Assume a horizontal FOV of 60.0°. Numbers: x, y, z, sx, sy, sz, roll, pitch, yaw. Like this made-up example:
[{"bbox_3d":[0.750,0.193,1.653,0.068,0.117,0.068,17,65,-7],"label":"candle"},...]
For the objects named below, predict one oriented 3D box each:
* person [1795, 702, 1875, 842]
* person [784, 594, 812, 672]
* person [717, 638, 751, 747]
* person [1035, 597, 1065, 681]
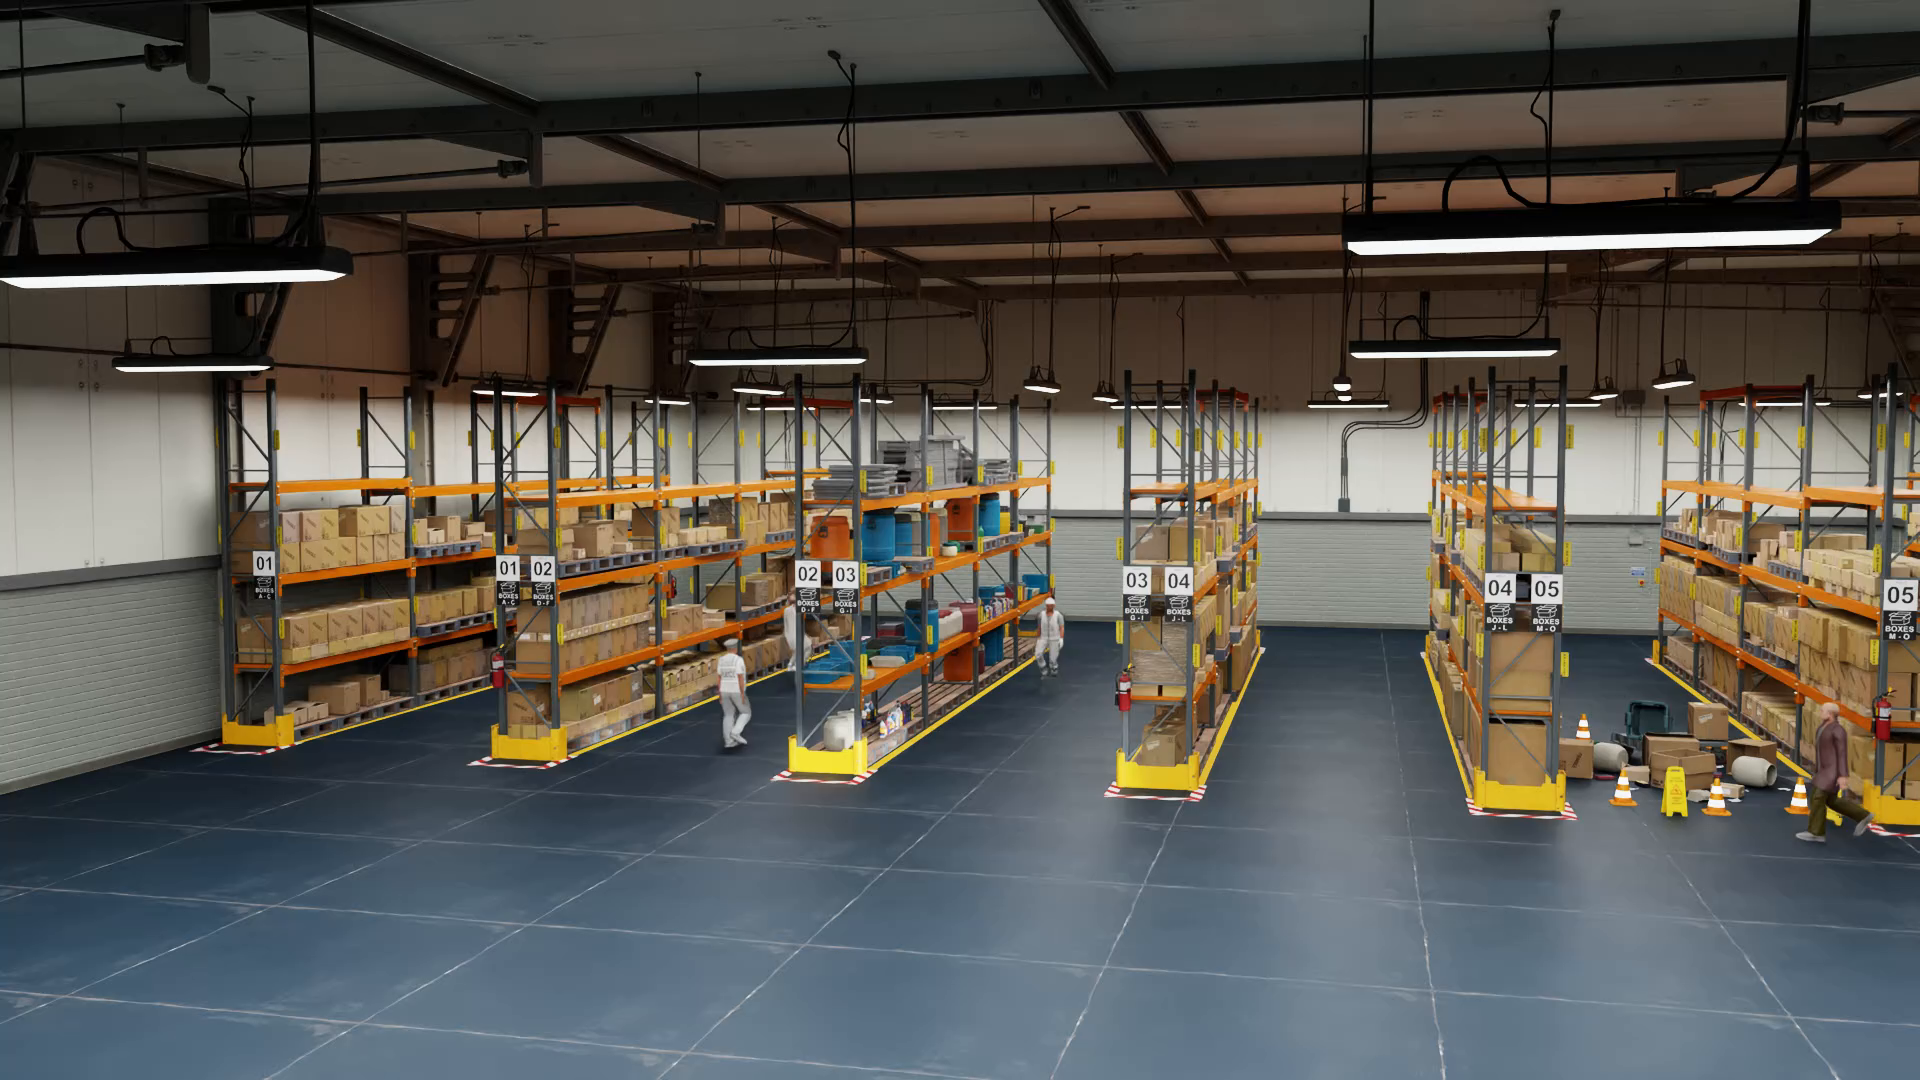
[{"bbox_3d":[10.911,2.859,20.691,0.985,1.702,0.630,0,3,7],"label":"person"},{"bbox_3d":[-3.365,1.942,33.992,0.595,1.671,0.551,2,4,26],"label":"person"},{"bbox_3d":[-3.713,2.492,27.100,0.594,1.753,0.512,1,4,23],"label":"person"},{"bbox_3d":[1.782,1.964,33.107,0.601,1.640,0.608,1,4,15],"label":"person"}]
